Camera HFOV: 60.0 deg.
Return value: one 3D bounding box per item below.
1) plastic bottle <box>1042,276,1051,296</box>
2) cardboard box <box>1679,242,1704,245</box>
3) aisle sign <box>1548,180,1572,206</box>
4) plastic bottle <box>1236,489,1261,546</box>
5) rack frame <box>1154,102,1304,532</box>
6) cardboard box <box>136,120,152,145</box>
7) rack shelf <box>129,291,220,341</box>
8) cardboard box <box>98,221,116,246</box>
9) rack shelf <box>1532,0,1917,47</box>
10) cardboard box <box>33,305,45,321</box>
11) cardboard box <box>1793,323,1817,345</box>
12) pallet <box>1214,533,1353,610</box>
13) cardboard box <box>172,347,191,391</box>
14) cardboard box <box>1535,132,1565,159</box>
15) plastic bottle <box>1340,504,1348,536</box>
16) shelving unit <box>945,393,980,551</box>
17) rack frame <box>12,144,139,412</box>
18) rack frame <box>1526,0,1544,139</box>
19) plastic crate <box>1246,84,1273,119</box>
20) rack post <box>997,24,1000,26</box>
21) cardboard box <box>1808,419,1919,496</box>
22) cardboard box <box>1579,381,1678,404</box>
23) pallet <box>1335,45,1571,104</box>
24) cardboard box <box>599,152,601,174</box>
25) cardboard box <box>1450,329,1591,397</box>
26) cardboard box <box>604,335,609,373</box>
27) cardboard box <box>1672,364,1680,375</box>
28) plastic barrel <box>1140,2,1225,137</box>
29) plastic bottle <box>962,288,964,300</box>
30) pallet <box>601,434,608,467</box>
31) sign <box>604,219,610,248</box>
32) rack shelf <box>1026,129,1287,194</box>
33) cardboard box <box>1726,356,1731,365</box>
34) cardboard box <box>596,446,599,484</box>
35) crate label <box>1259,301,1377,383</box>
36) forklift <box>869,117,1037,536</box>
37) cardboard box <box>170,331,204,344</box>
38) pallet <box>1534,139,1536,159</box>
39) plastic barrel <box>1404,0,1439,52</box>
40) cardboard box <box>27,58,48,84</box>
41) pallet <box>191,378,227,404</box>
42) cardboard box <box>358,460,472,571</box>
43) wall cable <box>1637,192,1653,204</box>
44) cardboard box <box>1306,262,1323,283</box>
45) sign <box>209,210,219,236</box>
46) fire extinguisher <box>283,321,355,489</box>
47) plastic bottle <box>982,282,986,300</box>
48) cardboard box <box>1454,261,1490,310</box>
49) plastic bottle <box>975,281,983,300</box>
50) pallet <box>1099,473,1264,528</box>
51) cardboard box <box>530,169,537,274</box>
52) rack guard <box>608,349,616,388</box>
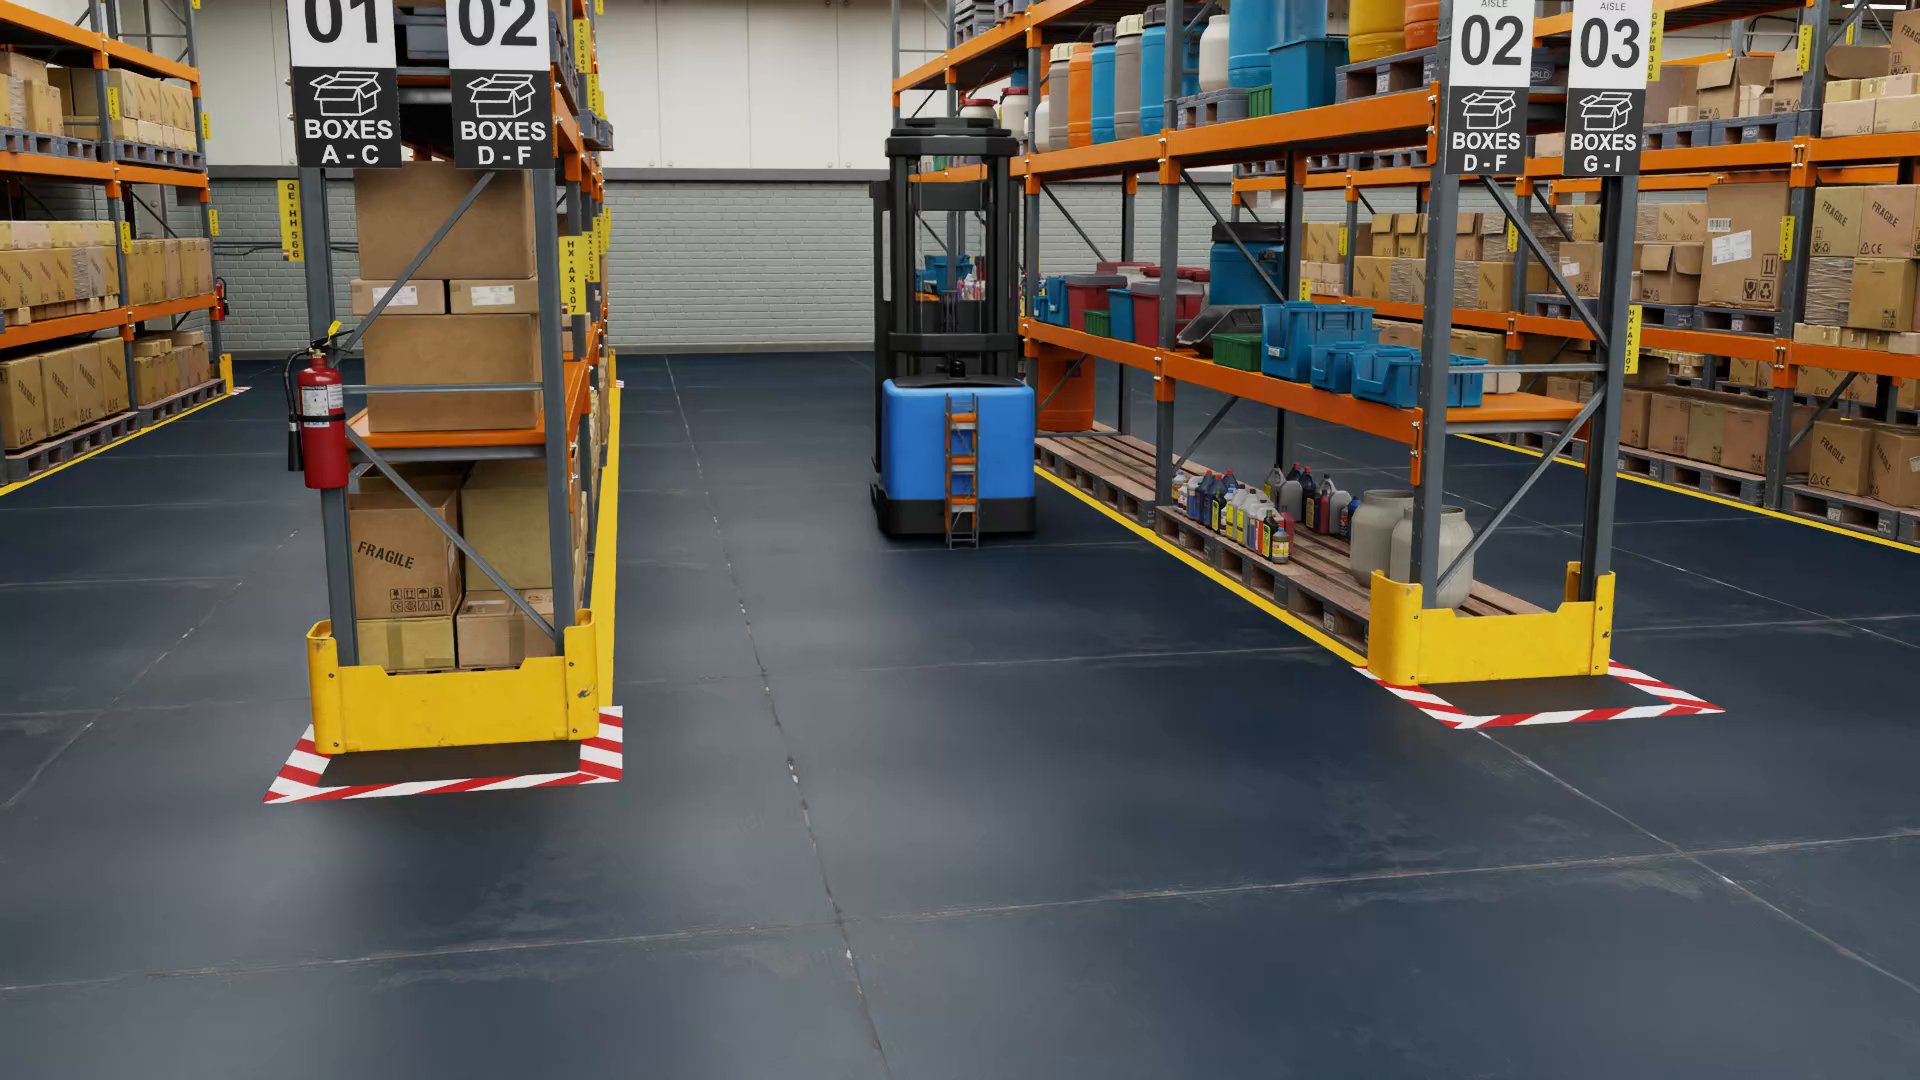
[{"bbox_3d":[0.941,-2.597,17.452,0.144,0.351,0.185,-2,11,-11],"label":"plastic bottle"},{"bbox_3d":[9.722,-3.626,21.662,0.500,0.500,0.500,-2,11,-11],"label":"cardboard box"},{"bbox_3d":[9.007,-5.366,24.912,0.394,0.787,0.004,-2,11,-11],"label":"aisle sign"},{"bbox_3d":[1.811,-0.148,10.361,0.144,0.351,0.185,-2,11,-9],"label":"plastic bottle"},{"bbox_3d":[1.906,-1.543,11.782,1.000,3.000,0.127,-2,11,-11],"label":"rack frame"},{"bbox_3d":[-9.329,-4.536,18.493,0.500,0.250,0.500,-2,11,-12],"label":"cardboard box"},{"bbox_3d":[-9.757,-2.664,19.592,1.077,0.370,4.000,-2,11,-11],"label":"rack shelf"},{"bbox_3d":[-9.026,-3.147,17.088,0.500,0.250,0.500,-2,11,-10],"label":"cardboard box"},{"bbox_3d":[6.375,-4.487,14.199,1.077,0.370,4.000,-2,11,-11],"label":"rack shelf"},{"bbox_3d":[-8.705,-2.107,15.361,0.380,0.149,0.250,-2,11,-10],"label":"cardboard box"},{"bbox_3d":[6.511,-1.550,12.487,0.380,0.149,0.250,-2,11,-11],"label":"cardboard box"},{"bbox_3d":[2.236,0.176,10.209,1.003,0.211,1.213,-2,11,-11],"label":"pallet"},{"bbox_3d":[-9.716,-2.053,20.025,0.700,0.500,0.500,-2,11,-13],"label":"cardboard box"},{"bbox_3d":[5.828,-3.761,15.815,0.500,0.250,0.500,-2,11,-10],"label":"cardboard box"},{"bbox_3d":[2.491,-0.132,10.675,0.097,0.201,0.097,0,11,0],"label":"plastic bottle"},{"bbox_3d":[0.014,-0.469,11.352,0.215,1.050,0.252,-1,11,-6],"label":"shelving unit"},{"bbox_3d":[-9.368,-2.650,17.598,1.000,3.000,0.127,-2,11,-11],"label":"rack frame"},{"bbox_3d":[5.986,-5.404,16.022,1.000,3.000,0.127,-2,11,-11],"label":"rack frame"},{"bbox_3d":[1.946,-2.613,9.949,0.336,0.188,0.450,-2,11,-11],"label":"plastic crate"},{"bbox_3d":[0.868,-5.345,17.050,0.937,0.300,0.954,-1,11,-5],"label":"rack post"},{"bbox_3d":[6.803,-0.627,12.530,0.500,0.500,0.500,-2,11,-13],"label":"cardboard box"},{"bbox_3d":[6.256,-1.222,15.601,0.700,0.500,0.500,-3,11,-16],"label":"cardboard box"},{"bbox_3d":[2.619,-2.346,8.481,1.003,0.211,1.213,-2,11,-11],"label":"pallet"},{"bbox_3d":[-4.733,-4.697,20.728,0.500,0.250,0.500,-2,11,-11],"label":"cardboard box"},{"bbox_3d":[5.872,-1.747,17.411,1.225,0.875,0.875,-3,11,-14],"label":"cardboard box"},{"bbox_3d":[-4.940,-2.462,22.118,0.500,0.500,0.500,-2,11,-11],"label":"cardboard box"},{"bbox_3d":[9.714,-2.268,22.094,0.380,0.149,0.250,-2,11,-9],"label":"cardboard box"},{"bbox_3d":[1.594,-3.348,11.903,0.600,0.901,0.708,-2,11,-11],"label":"plastic barrel"},{"bbox_3d":[0.069,-2.785,18.838,0.097,0.201,0.097,0,11,0],"label":"plastic bottle"},{"bbox_3d":[-3.840,-0.866,15.681,1.003,0.211,1.213,-2,11,-11],"label":"pallet"},{"bbox_3d":[-3.966,-3.421,18.549,0.100,0.325,0.005,-2,11,-11],"label":"sign"},{"bbox_3d":[1.517,-3.030,13.496,1.077,0.370,4.000,-2,11,-11],"label":"rack shelf"},{"bbox_3d":[10.336,-2.382,21.897,0.380,0.149,0.250,-2,11,-8],"label":"cardboard box"},{"bbox_3d":[-3.089,-0.584,12.975,0.500,0.250,0.500,-2,11,-10],"label":"cardboard box"},{"bbox_3d":[2.060,-1.155,9.646,0.502,0.435,0.616,-2,11,-11],"label":"crate label"},{"bbox_3d":[-0.128,-1.700,12.789,1.130,2.935,3.031,-1,11,-6],"label":"forklift"},{"bbox_3d":[-9.708,-2.539,20.842,0.380,0.149,0.250,-2,11,-12],"label":"cardboard box"},{"bbox_3d":[5.809,-3.954,16.930,1.213,0.211,1.003,-2,11,-8],"label":"pallet"},{"bbox_3d":[2.465,-2.785,8.012,0.600,0.830,0.708,-2,11,-11],"label":"plastic barrel"},{"bbox_3d":[-9.326,-4.591,16.324,0.500,0.250,0.500,-1,11,-7],"label":"cardboard box"},{"bbox_3d":[-9.914,-1.870,20.957,1.003,0.211,1.213,-2,11,-11],"label":"pallet"},{"bbox_3d":[-2.781,-0.124,8.553,0.500,0.500,0.500,-2,11,-11],"label":"cardboard box"},{"bbox_3d":[13.031,-5.832,31.516,0.585,1.953,0.123,-2,11,-11],"label":"wall cable"},{"bbox_3d":[4.762,-3.429,21.297,0.500,0.250,0.500,-2,11,-9],"label":"cardboard box"},{"bbox_3d":[-9.611,-4.086,21.412,0.100,0.325,0.005,-2,11,-11],"label":"sign"},{"bbox_3d":[-2.608,-0.554,6.789,0.296,0.674,0.183,-2,11,-11],"label":"fire extinguisher"},{"bbox_3d":[0.287,-2.614,17.751,0.097,0.271,0.097,0,11,0],"label":"plastic bottle"},{"bbox_3d":[5.556,-2.679,17.483,0.500,0.500,0.500,-2,11,-12],"label":"cardboard box"},{"bbox_3d":[0.246,-2.681,18.091,0.152,0.276,0.135,-2,11,-11],"label":"plastic bottle"},{"bbox_3d":[1.715,-0.316,12.792,1.003,0.211,1.213,-2,11,-11],"label":"pallet"},{"bbox_3d":[-2.372,-1.509,7.863,0.700,0.500,0.500,-2,11,-12],"label":"cardboard box"},{"bbox_3d":[-5.273,-2.323,22.563,1.175,0.500,0.348,-2,11,-11],"label":"rack guard"}]
